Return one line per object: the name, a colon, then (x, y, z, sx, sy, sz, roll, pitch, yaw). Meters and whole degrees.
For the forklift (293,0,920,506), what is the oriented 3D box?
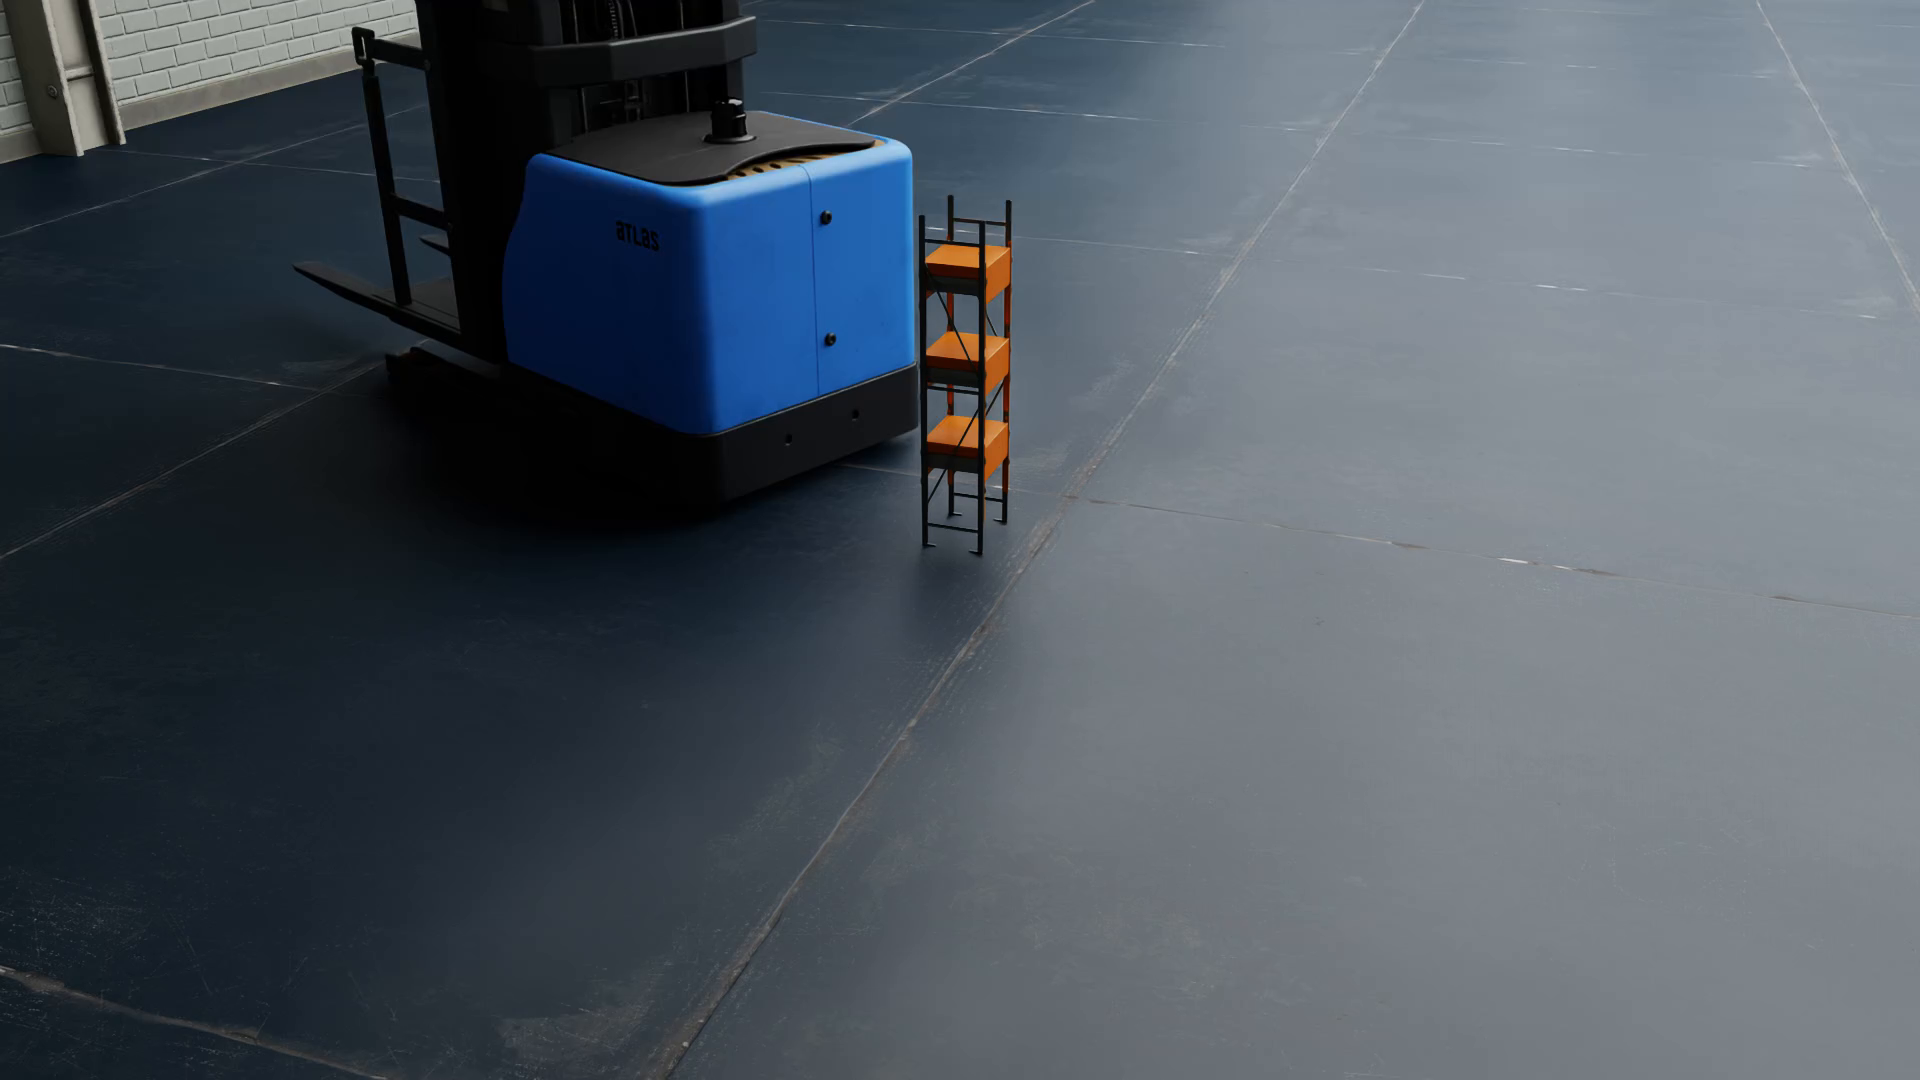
forklift: (-1.560, -1.962, 5.939, 3.031, 2.935, 1.130, 22, 34, 38)

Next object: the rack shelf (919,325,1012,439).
rack shelf: (0.018, -0.485, 5.071, 0.215, 0.259, 0.240, 9, 27, 17)

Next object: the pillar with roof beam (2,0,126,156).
pillar with roof beam: (-1.341, -5.842, 6.990, 9.100, 9.000, 0.400, 9, 27, 17)

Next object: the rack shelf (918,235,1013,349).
rack shelf: (0.018, -0.740, 4.948, 0.215, 0.259, 0.240, 9, 27, 17)

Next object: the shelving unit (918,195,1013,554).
shelving unit: (0.018, -0.495, 5.067, 0.215, 1.050, 0.252, 9, 27, 17)

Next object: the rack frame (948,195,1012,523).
rack frame: (0.058, -0.545, 5.170, 0.200, 1.050, 0.008, 9, 27, 17)

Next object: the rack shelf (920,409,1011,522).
rack shelf: (0.018, -0.235, 5.192, 0.215, 0.259, 0.240, 9, 27, 17)

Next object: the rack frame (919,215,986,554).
rack frame: (-0.023, -0.444, 4.963, 0.200, 1.050, 0.008, 9, 27, 17)
